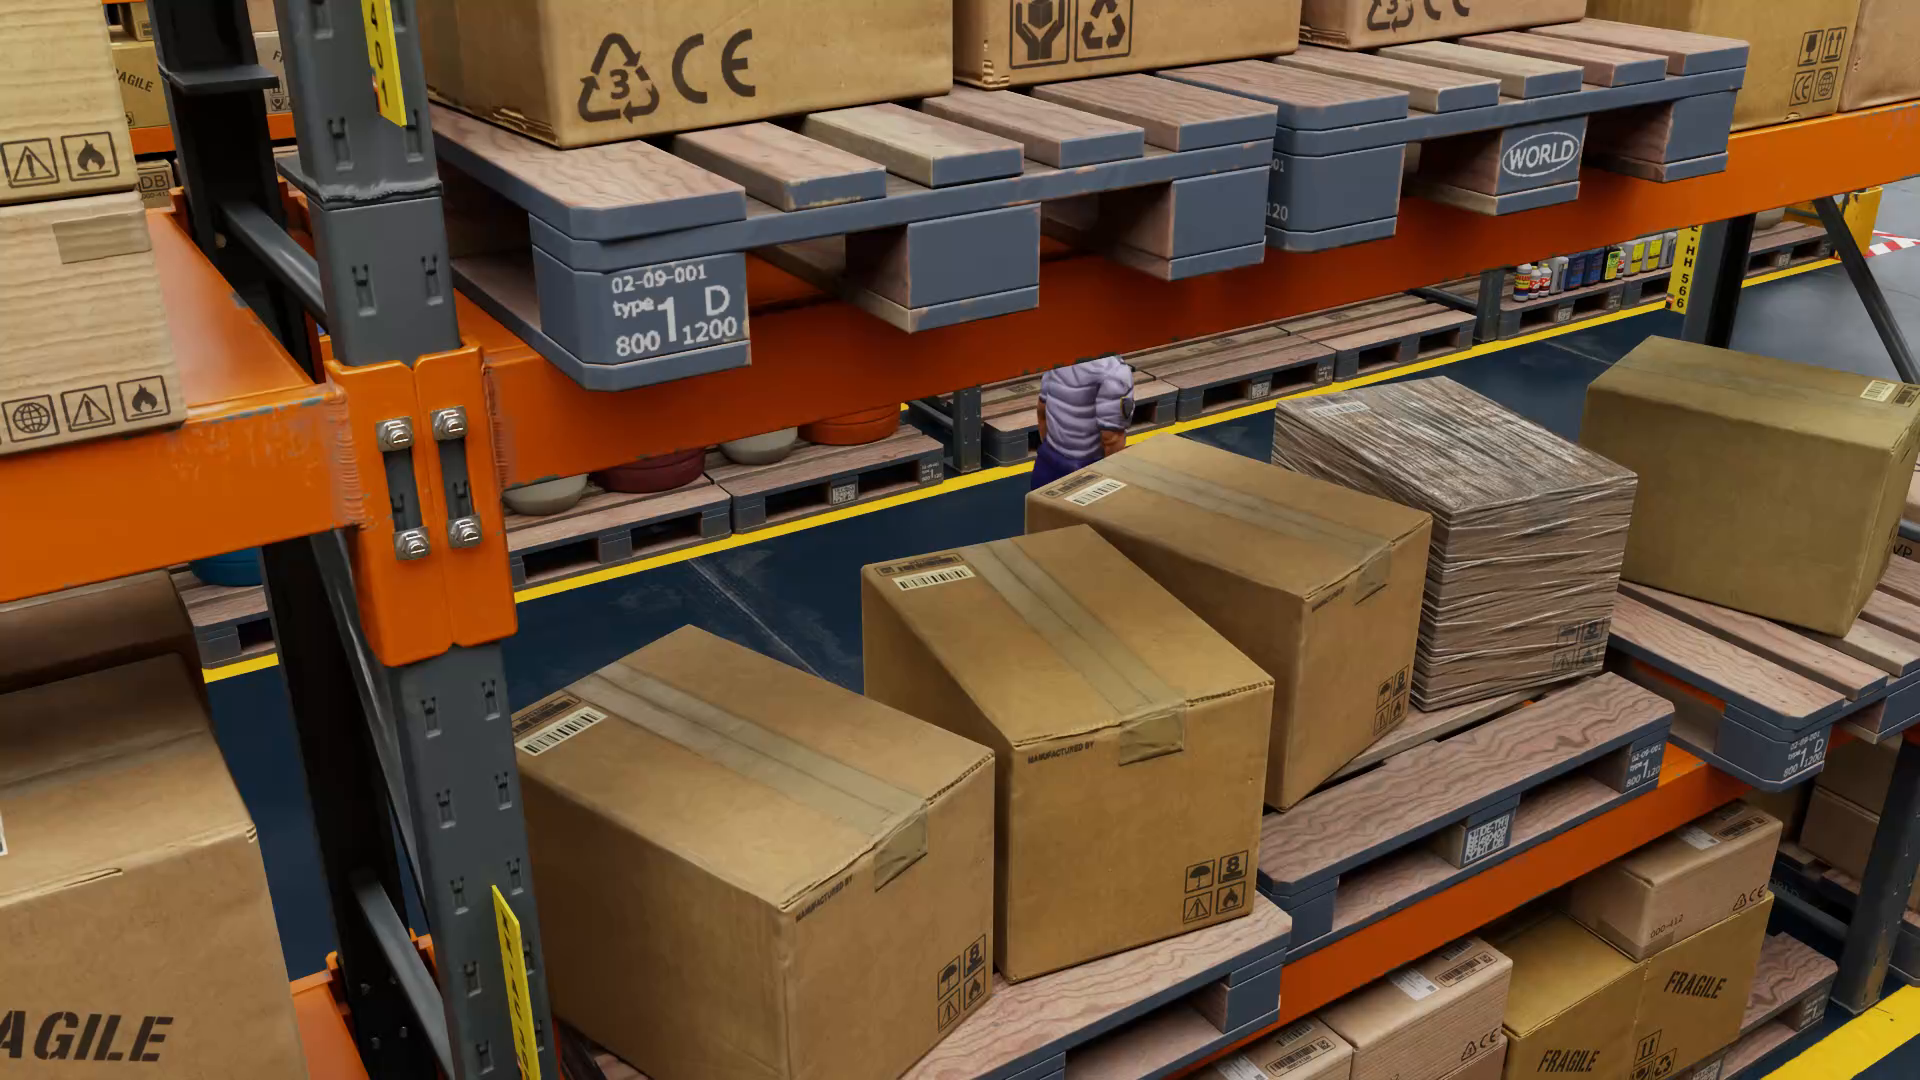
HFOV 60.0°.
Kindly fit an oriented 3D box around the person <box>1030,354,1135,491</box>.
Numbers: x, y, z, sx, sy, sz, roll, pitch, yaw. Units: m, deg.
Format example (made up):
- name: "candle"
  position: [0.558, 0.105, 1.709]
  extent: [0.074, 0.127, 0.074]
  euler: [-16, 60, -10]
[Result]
- name: "person"
  position: [0.505, -0.212, 6.567]
  extent: [0.372, 1.651, 0.537]
  euler: [-16, 30, -30]
